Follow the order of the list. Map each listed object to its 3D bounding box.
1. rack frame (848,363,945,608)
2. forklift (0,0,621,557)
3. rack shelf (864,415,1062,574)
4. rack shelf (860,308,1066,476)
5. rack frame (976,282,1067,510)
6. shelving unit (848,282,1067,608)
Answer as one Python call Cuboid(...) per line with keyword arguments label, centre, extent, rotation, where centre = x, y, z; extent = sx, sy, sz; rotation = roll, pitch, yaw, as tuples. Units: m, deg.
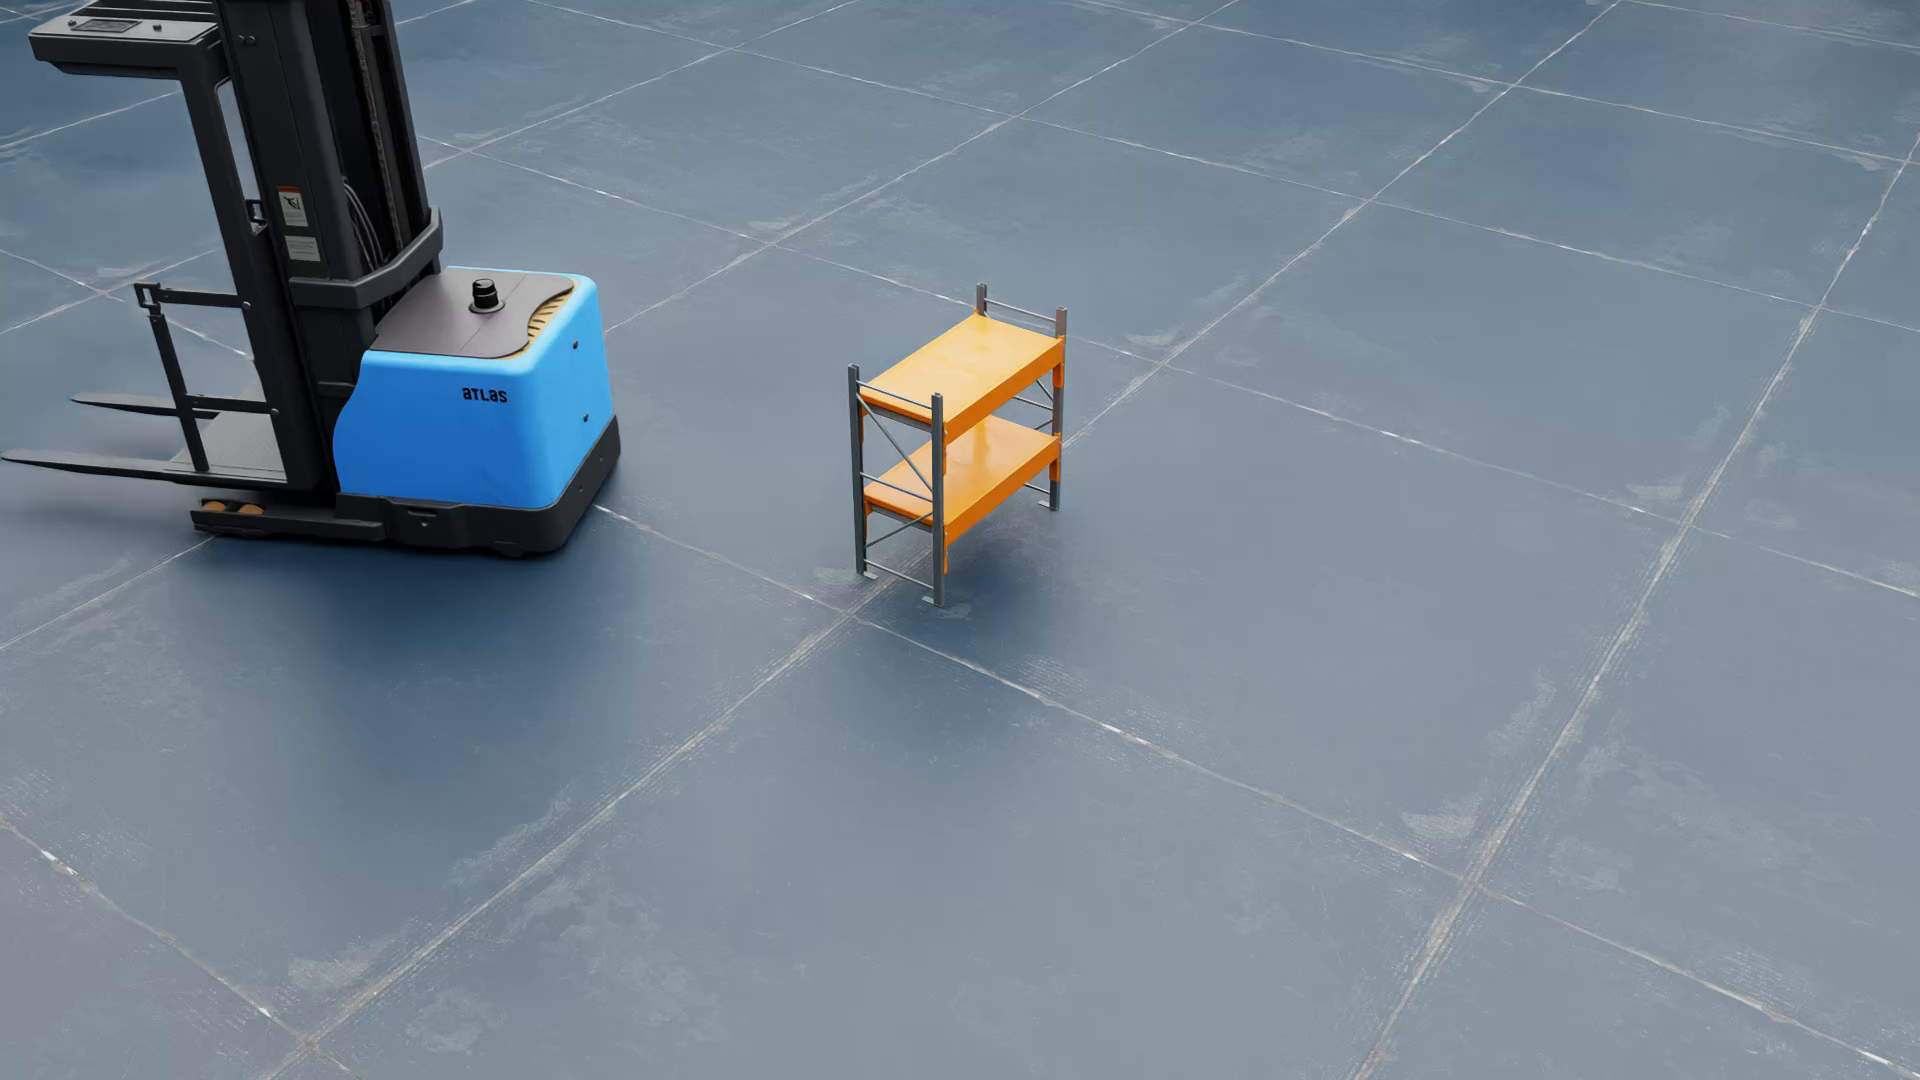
Cuboid(label="rack frame", centre=(-0.286, -0.235, 7.594), extent=(0.500, 1.125, 0.032), rotation=(21, 39, 28))
Cuboid(label="forklift", centre=(-3.356, -1.508, 7.863), extent=(3.031, 2.935, 1.130), rotation=(5, 34, 7))
Cuboid(label="rack shelf", centre=(0.004, -0.267, 8.076), extent=(0.538, 0.278, 1.000), rotation=(21, 39, 28))
Cuboid(label="rack shelf", centre=(0.004, -0.712, 7.776), extent=(0.538, 0.278, 1.000), rotation=(21, 39, 28))
Cuboid(label="rack frame", centre=(0.294, -0.703, 8.285), extent=(0.500, 1.125, 0.032), rotation=(21, 39, 28))
Cuboid(label="shelving unit", centre=(0.004, -0.469, 7.939), extent=(0.538, 1.125, 1.048), rotation=(21, 39, 28))
